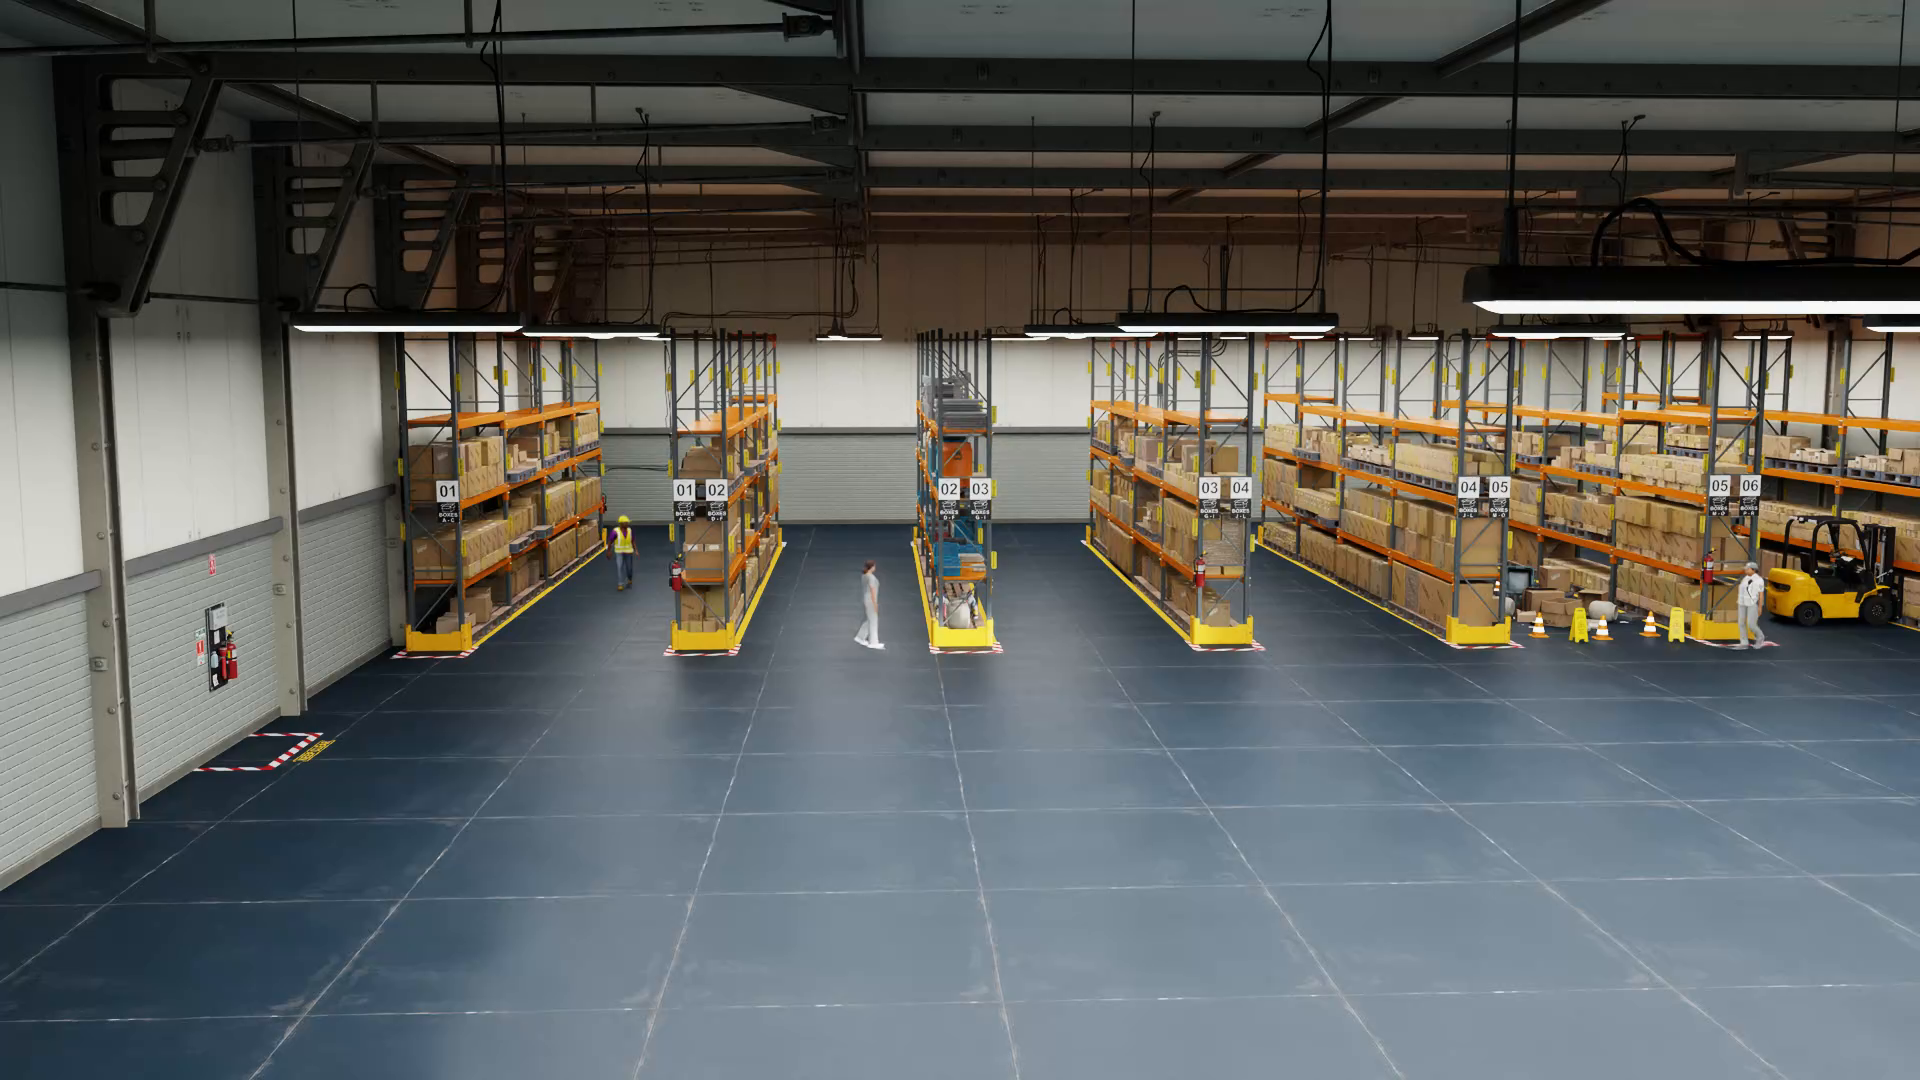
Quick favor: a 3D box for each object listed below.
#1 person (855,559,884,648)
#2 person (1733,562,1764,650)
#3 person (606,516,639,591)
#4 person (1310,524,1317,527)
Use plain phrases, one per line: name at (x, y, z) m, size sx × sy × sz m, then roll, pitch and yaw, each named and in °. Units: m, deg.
person at (-1.712, 1.199, 31.471) m, size 0.500 × 1.680 × 0.510 m, roll -2°, pitch 7°, yaw -19°
person at (14.749, 1.234, 31.022) m, size 0.478 × 1.657 × 0.501 m, roll -4°, pitch 8°, yaw -31°
person at (-7.894, 0.297, 38.896) m, size 0.760 × 1.722 × 1.080 m, roll -1°, pitch 7°, yaw -8°
person at (10.702, -0.920, 49.347) m, size 0.805 × 1.632 × 0.465 m, roll -2°, pitch 7°, yaw -15°
